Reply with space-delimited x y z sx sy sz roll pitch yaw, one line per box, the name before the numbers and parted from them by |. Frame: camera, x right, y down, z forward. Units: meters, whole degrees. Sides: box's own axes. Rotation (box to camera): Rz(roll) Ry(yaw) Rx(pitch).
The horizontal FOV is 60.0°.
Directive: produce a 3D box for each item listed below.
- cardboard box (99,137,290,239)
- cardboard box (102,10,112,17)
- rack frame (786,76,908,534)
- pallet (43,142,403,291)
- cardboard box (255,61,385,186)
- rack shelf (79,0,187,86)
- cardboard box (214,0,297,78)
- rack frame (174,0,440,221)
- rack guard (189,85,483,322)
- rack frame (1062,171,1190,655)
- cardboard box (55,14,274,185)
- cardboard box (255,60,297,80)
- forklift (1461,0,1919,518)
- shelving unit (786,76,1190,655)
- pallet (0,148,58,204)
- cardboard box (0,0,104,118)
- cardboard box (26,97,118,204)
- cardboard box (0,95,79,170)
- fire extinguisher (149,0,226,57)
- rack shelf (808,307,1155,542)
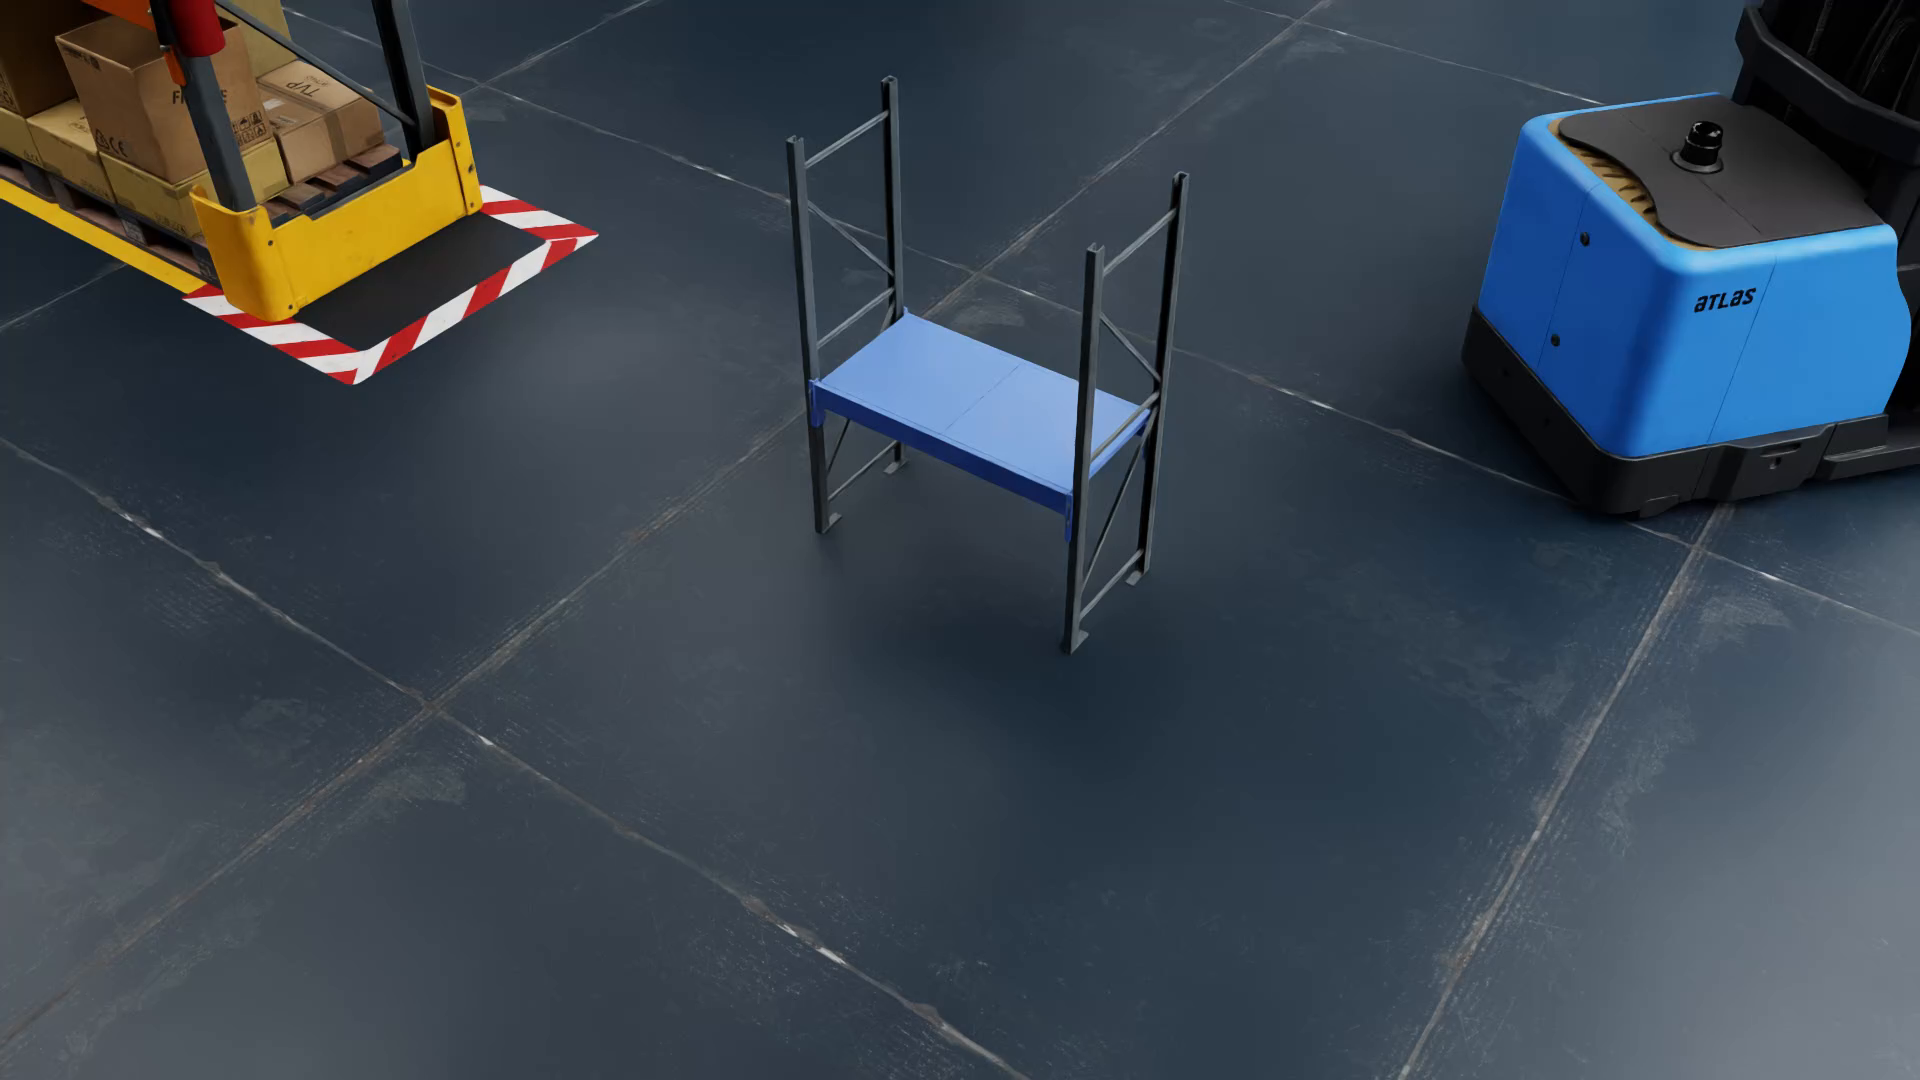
cardboard box | -3.206 -1.551 6.981 0.500 0.250 0.500 25 48 25
cardboard box | -3.736 -2.488 7.466 0.500 0.500 0.500 25 48 25
rack frame | -0.346 -0.721 5.431 0.032 1.500 0.500 25 48 25
pallet | -3.248 -1.606 7.387 1.213 0.211 1.003 25 48 25
cardboard box | -2.909 -1.834 7.297 0.500 0.250 0.500 25 48 25
rack shelf | -4.235 -2.873 7.251 4.000 0.370 1.077 25 48 25
cardboard box | -3.319 -2.304 7.260 0.500 0.500 0.500 25 48 25
rack frame | -2.598 -2.375 6.155 0.127 3.000 1.000 25 48 25
rack guard | -2.578 -1.435 6.979 0.348 0.500 1.175 25 48 25
rack frame | 0.486 -0.332 4.996 0.032 1.500 0.500 25 48 25
cardboard box | -3.208 -1.830 6.730 0.500 0.500 0.500 25 48 25
cardboard box | -3.320 -2.023 7.509 0.500 0.250 0.500 25 48 25
forklift | 3.512 -1.706 5.459 3.031 2.935 1.130 -10 43 -11
shelving unit | 0.070 -0.526 5.213 1.048 1.500 0.538 25 48 25
pallet | -4.242 -2.074 7.909 1.213 0.211 1.003 25 48 25
cardboard box | -4.035 -2.204 7.149 0.500 0.500 0.500 25 48 25
cardboard box | -3.623 -1.736 7.188 0.500 0.250 0.500 25 48 25
cardboard box | -4.033 -1.927 7.401 0.500 0.250 0.500 25 48 25
fire extinguisher | -2.768 -2.048 5.847 0.183 0.674 0.296 25 48 25
rack shelf | 0.070 -0.392 5.333 1.000 0.185 0.538 25 48 25
